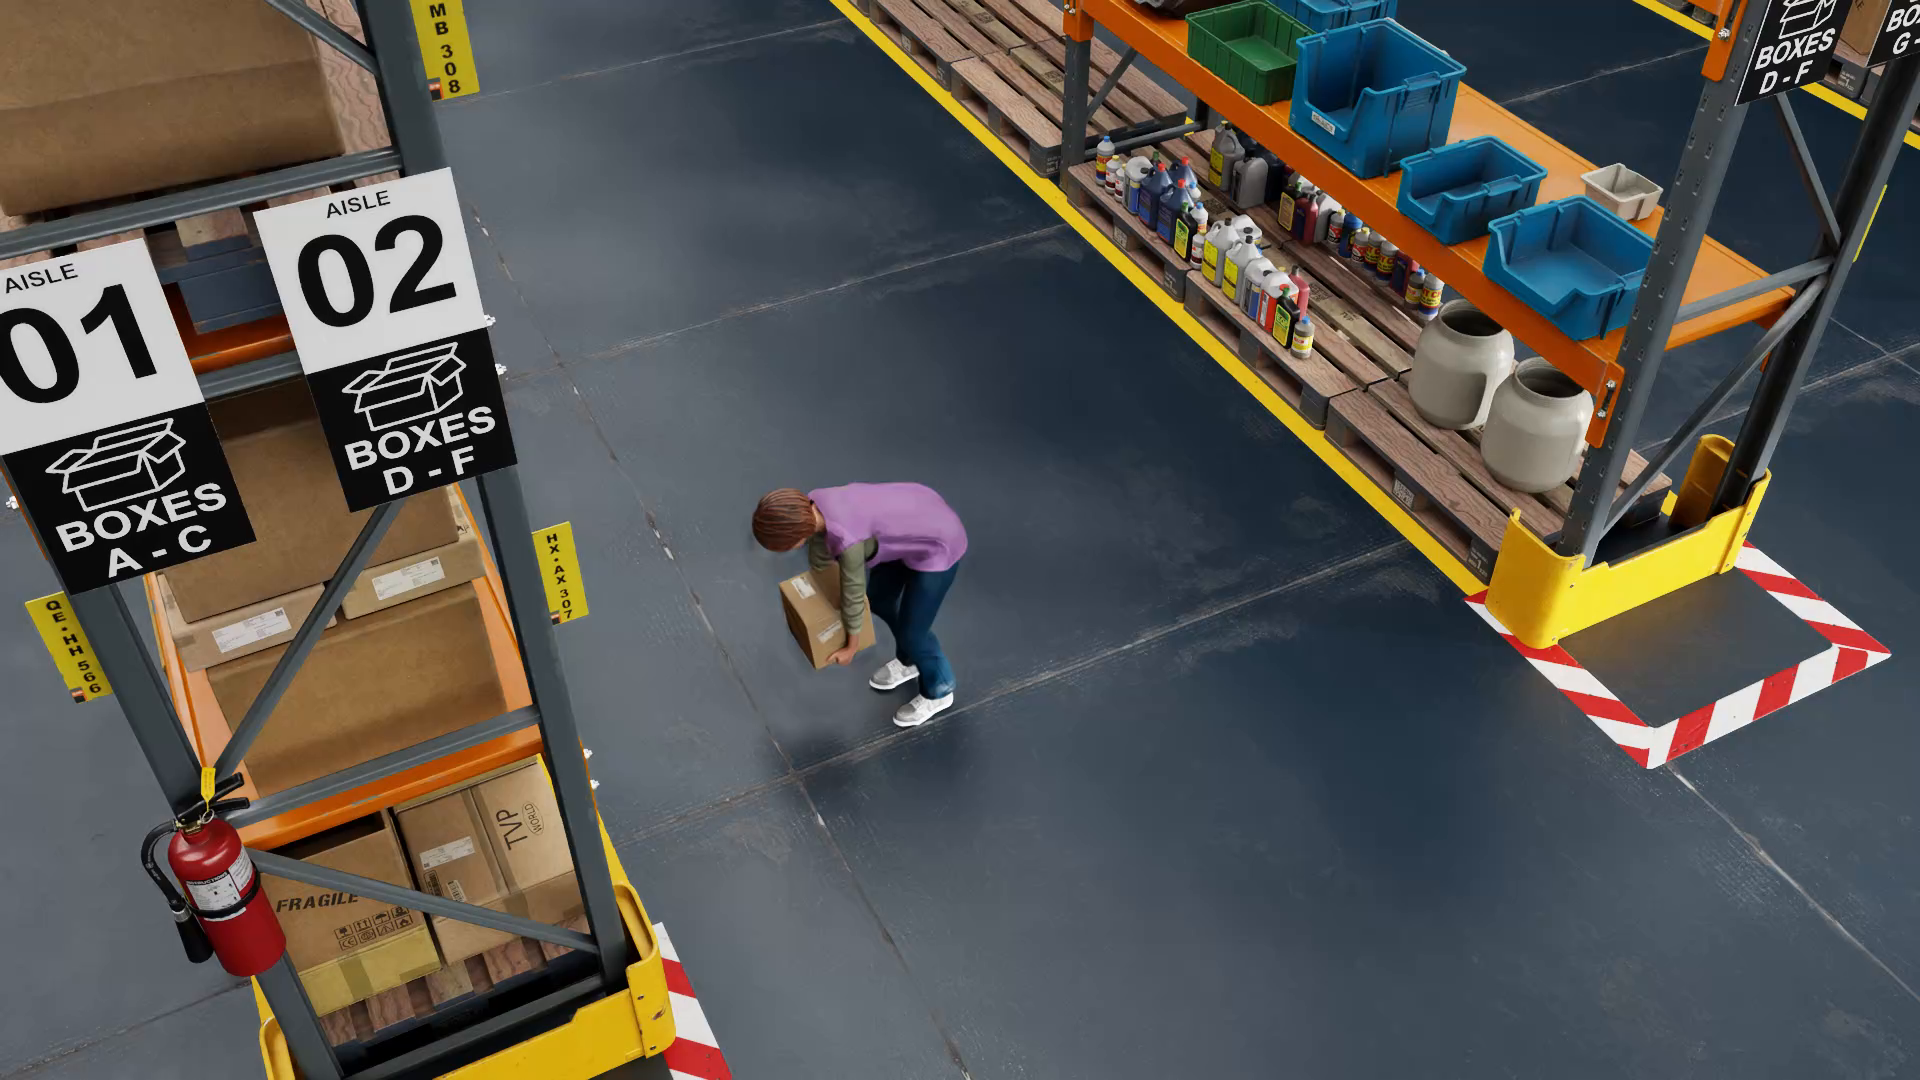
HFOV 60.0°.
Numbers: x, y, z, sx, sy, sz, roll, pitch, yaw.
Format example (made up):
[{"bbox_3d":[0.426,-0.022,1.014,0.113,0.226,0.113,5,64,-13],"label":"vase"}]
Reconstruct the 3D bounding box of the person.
[{"bbox_3d":[-0.360,0.216,6.191,0.810,1.248,0.380,-20,46,-21],"label":"person"}]
